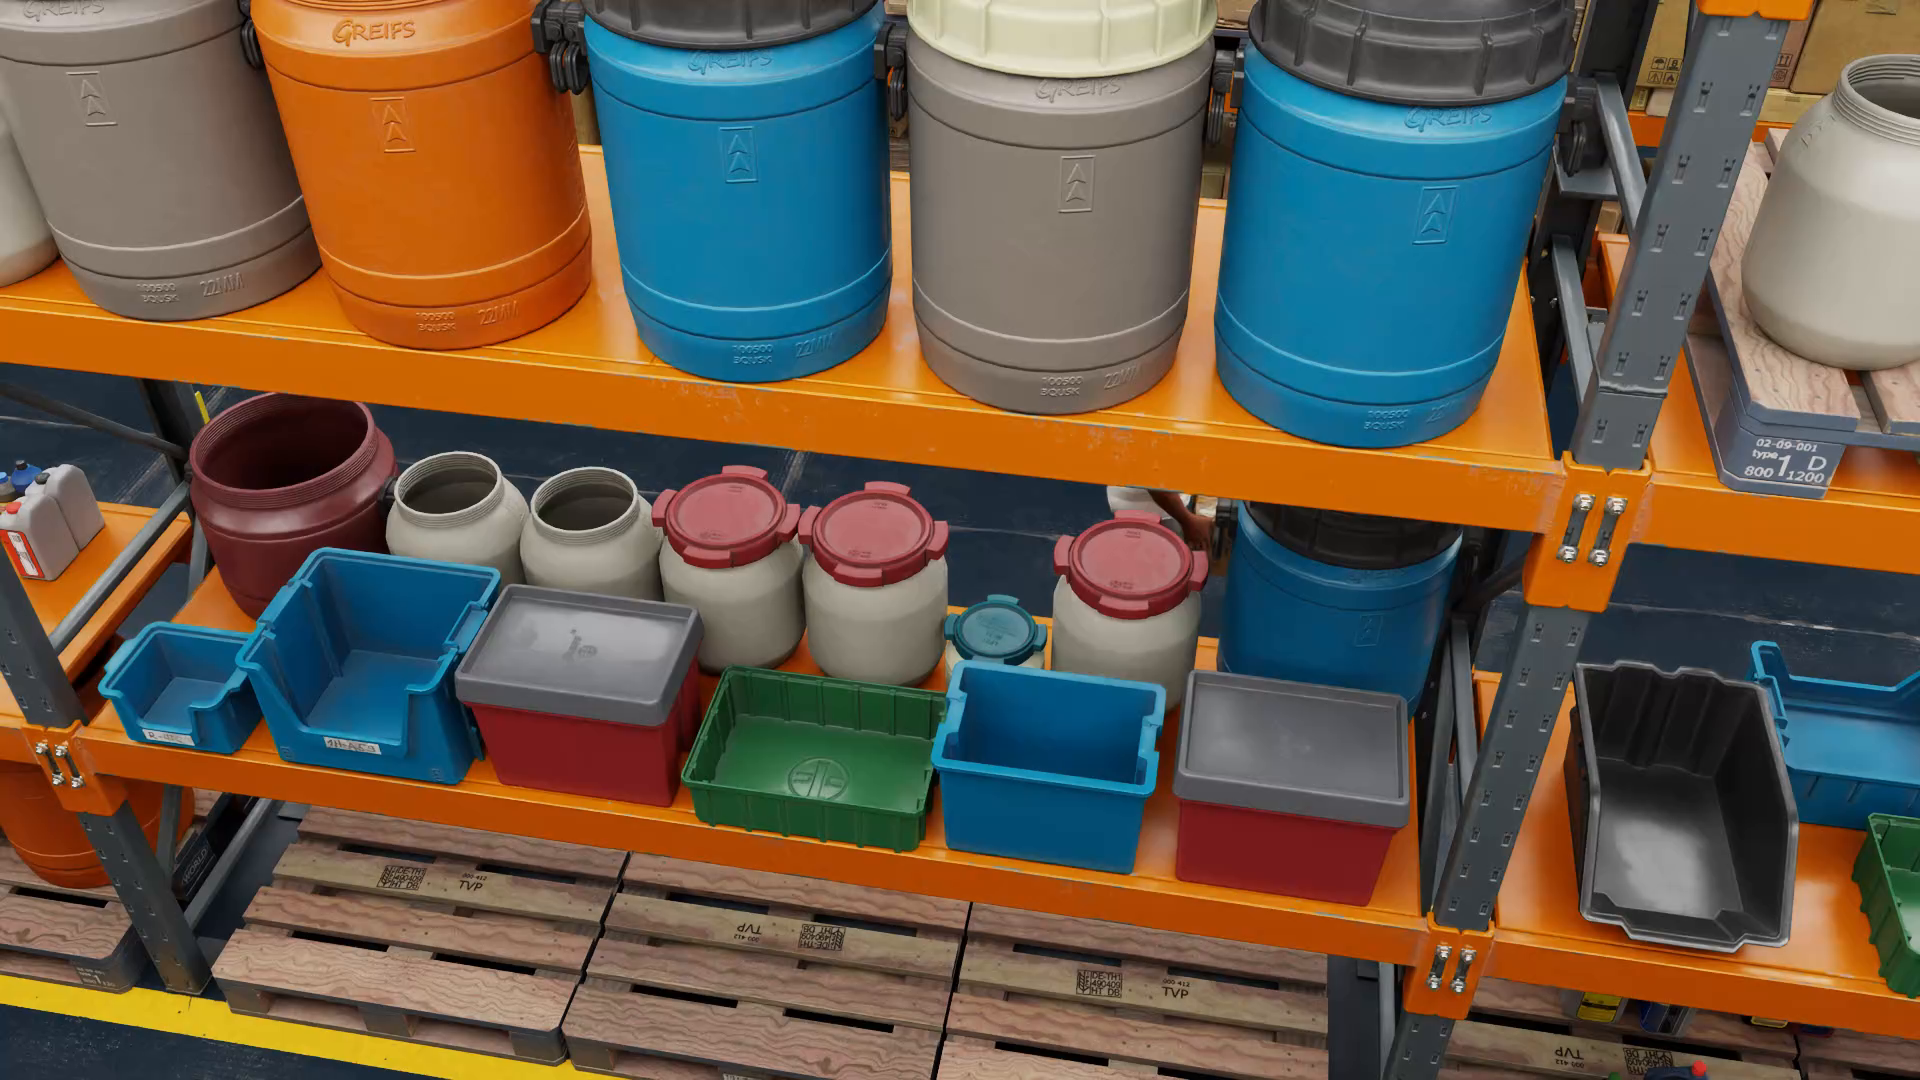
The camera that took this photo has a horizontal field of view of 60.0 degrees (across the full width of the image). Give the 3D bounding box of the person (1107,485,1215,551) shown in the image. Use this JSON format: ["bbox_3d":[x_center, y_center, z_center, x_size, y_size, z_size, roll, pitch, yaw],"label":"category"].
[{"bbox_3d":[0.774,-0.185,6.357,0.446,1.767,0.577,6,41,7],"label":"person"}]
